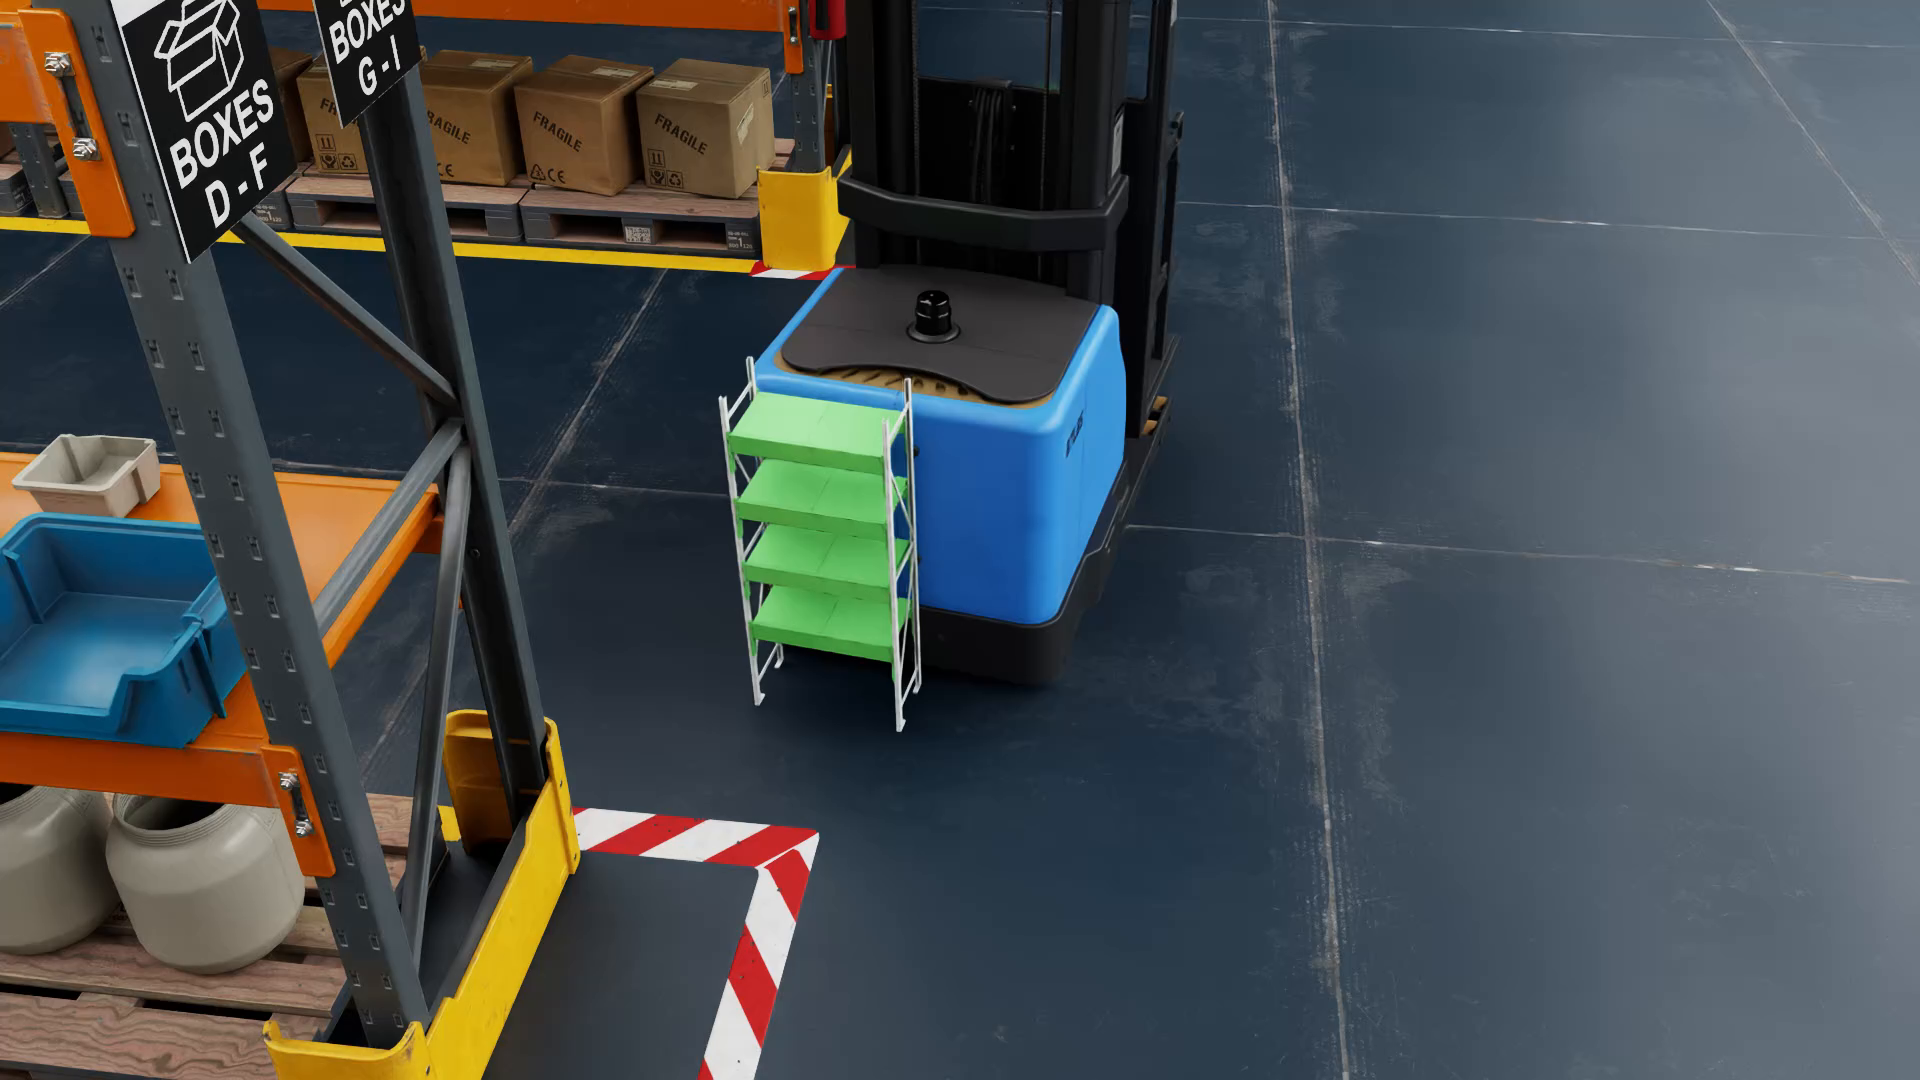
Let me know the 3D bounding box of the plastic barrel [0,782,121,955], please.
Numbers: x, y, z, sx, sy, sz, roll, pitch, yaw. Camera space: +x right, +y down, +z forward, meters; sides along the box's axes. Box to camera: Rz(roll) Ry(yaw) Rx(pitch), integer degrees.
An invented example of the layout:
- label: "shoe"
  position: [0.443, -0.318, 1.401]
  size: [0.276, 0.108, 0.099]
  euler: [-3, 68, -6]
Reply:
- label: "plastic barrel"
  position: [-2.441, 0.791, 4.340]
  size: [0.421, 0.512, 0.421]
  euler: [0, 36, 0]

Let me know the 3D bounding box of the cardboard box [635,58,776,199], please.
- label: "cardboard box"
  position: [-1.268, -2.072, 8.362]
  size: [0.500, 0.500, 0.500]
  euler: [11, 37, 15]

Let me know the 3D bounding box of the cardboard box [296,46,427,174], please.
- label: "cardboard box"
  position: [-3.032, -2.221, 8.570]
  size: [0.500, 0.500, 0.500]
  euler: [1, 36, 2]

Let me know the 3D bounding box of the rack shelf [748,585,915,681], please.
- label: "rack shelf"
  position: [-0.406, 0.278, 5.341]
  size: [0.480, 0.148, 0.258]
  euler: [9, 39, 12]

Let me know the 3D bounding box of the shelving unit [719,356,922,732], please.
- label: "shelving unit"
  position: [-0.409, 0.038, 5.155]
  size: [0.503, 1.200, 0.258]
  euler: [9, 39, 12]

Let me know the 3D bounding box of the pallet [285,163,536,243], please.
- label: "pallet"
  position: [-2.734, -1.906, 8.739]
  size: [1.213, 0.211, 1.003]
  euler: [4, 36, 6]

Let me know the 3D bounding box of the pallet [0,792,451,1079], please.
- label: "pallet"
  position: [-2.168, 1.084, 4.549]
  size: [1.213, 0.211, 1.003]
  euler: [4, 36, 6]

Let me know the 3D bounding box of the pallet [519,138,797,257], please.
- label: "pallet"
  position: [-1.527, -1.814, 8.610]
  size: [1.213, 0.211, 1.003]
  euler: [4, 36, 6]

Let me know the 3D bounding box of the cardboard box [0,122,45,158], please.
- label: "cardboard box"
  position: [-5.224, -2.379, 8.774]
  size: [0.500, 0.500, 0.700]
  euler: [2, 36, 2]

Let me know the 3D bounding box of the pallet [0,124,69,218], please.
- label: "pallet"
  position: [-5.391, -2.081, 8.984]
  size: [1.213, 0.211, 1.003]
  euler: [4, 36, 6]

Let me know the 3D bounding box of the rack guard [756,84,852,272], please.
- label: "rack guard"
  position: [-0.726, -1.851, 8.414]
  size: [0.348, 0.500, 1.175]
  euler: [4, 36, 6]

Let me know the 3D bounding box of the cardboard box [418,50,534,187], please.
- label: "cardboard box"
  position: [-2.484, -2.154, 8.476]
  size: [0.500, 0.500, 0.500]
  euler: [7, 36, 10]

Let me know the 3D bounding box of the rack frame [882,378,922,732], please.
- label: "rack frame"
  position: [-0.174, 0.075, 5.103]
  size: [0.015, 1.200, 0.240]
  euler: [9, 39, 12]

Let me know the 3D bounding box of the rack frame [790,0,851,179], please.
- label: "rack frame"
  position: [-0.651, -2.863, 7.680]
  size: [0.127, 3.000, 1.000]
  euler: [4, 36, 6]

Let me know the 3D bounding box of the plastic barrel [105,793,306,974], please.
- label: "plastic barrel"
  position: [-1.944, 0.828, 4.288]
  size: [0.421, 0.512, 0.421]
  euler: [0, 36, 0]

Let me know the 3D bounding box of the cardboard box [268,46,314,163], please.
- label: "cardboard box"
  position: [-3.657, -2.222, 8.571]
  size: [0.500, 0.500, 0.500]
  euler: [16, 38, 21]

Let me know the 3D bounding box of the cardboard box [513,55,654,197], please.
- label: "cardboard box"
  position: [-1.865, -2.097, 8.396]
  size: [0.500, 0.500, 0.500]
  euler: [14, 38, 18]

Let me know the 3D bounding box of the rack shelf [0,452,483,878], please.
- label: "rack shelf"
  position: [-3.265, 0.136, 4.097]
  size: [4.000, 0.370, 1.077]
  euler: [4, 36, 6]

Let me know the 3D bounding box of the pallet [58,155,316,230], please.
- label: "pallet"
  position: [-3.948, -1.995, 8.863]
  size: [1.213, 0.211, 1.003]
  euler: [4, 36, 6]

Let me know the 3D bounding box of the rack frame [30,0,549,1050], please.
- label: "rack frame"
  position: [-1.282, -0.009, 3.681]
  size: [0.127, 3.000, 1.000]
  euler: [4, 36, 6]

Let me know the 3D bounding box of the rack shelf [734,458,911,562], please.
- label: "rack shelf"
  position: [-0.411, -0.101, 5.046]
  size: [0.480, 0.148, 0.258]
  euler: [9, 39, 12]

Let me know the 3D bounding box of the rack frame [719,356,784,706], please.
- label: "rack frame"
  position: [-0.645, 0.001, 5.207]
  size: [0.015, 1.200, 0.240]
  euler: [9, 39, 12]

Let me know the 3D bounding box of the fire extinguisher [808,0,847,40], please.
- label: "fire extinguisher"
  position: [-0.596, -2.558, 7.318]
  size: [0.183, 0.674, 0.296]
  euler: [4, 36, 6]

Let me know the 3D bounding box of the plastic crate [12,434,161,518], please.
- label: "plastic crate"
  position: [-2.128, -0.154, 4.110]
  size: [0.250, 0.136, 0.298]
  euler: [4, 36, 6]

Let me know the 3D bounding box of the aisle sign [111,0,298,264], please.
- label: "aisle sign"
  position: [-1.248, -0.891, 2.678]
  size: [0.004, 0.787, 0.394]
  euler: [4, 36, 6]

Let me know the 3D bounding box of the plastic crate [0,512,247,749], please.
- label: "plastic crate"
  position: [-1.816, 0.187, 3.534]
  size: [0.616, 0.251, 0.499]
  euler: [4, 36, 6]

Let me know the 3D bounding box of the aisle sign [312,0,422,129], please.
- label: "aisle sign"
  position: [-1.173, -1.231, 3.155]
  size: [0.004, 0.787, 0.394]
  euler: [4, 36, 6]

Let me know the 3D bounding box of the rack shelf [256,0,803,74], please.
- label: "rack shelf"
  position: [-2.634, -2.718, 8.096]
  size: [4.000, 0.370, 1.077]
  euler: [4, 36, 6]

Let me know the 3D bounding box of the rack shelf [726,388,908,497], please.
- label: "rack shelf"
  position: [-0.414, -0.291, 4.899]
  size: [0.480, 0.148, 0.258]
  euler: [9, 39, 12]

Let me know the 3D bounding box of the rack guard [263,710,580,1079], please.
- label: "rack guard"
  position: [-1.363, 1.030, 4.377]
  size: [0.348, 0.500, 1.175]
  euler: [4, 36, 6]

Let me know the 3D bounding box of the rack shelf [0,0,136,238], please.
- label: "rack shelf"
  position: [-3.265, -1.085, 3.226]
  size: [4.000, 0.370, 1.077]
  euler: [4, 36, 6]

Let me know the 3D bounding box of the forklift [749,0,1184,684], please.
- label: "forklift"
  position: [0.247, -1.574, 5.932]
  size: [1.130, 2.935, 3.031]
  euler: [10, 37, 14]

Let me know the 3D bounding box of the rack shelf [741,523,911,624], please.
- label: "rack shelf"
  position: [-0.408, 0.088, 5.194]
  size: [0.480, 0.148, 0.258]
  euler: [9, 39, 12]

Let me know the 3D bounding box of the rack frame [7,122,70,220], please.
- label: "rack frame"
  position: [-4.618, -3.159, 8.094]
  size: [0.127, 3.000, 1.000]
  euler: [4, 36, 6]
